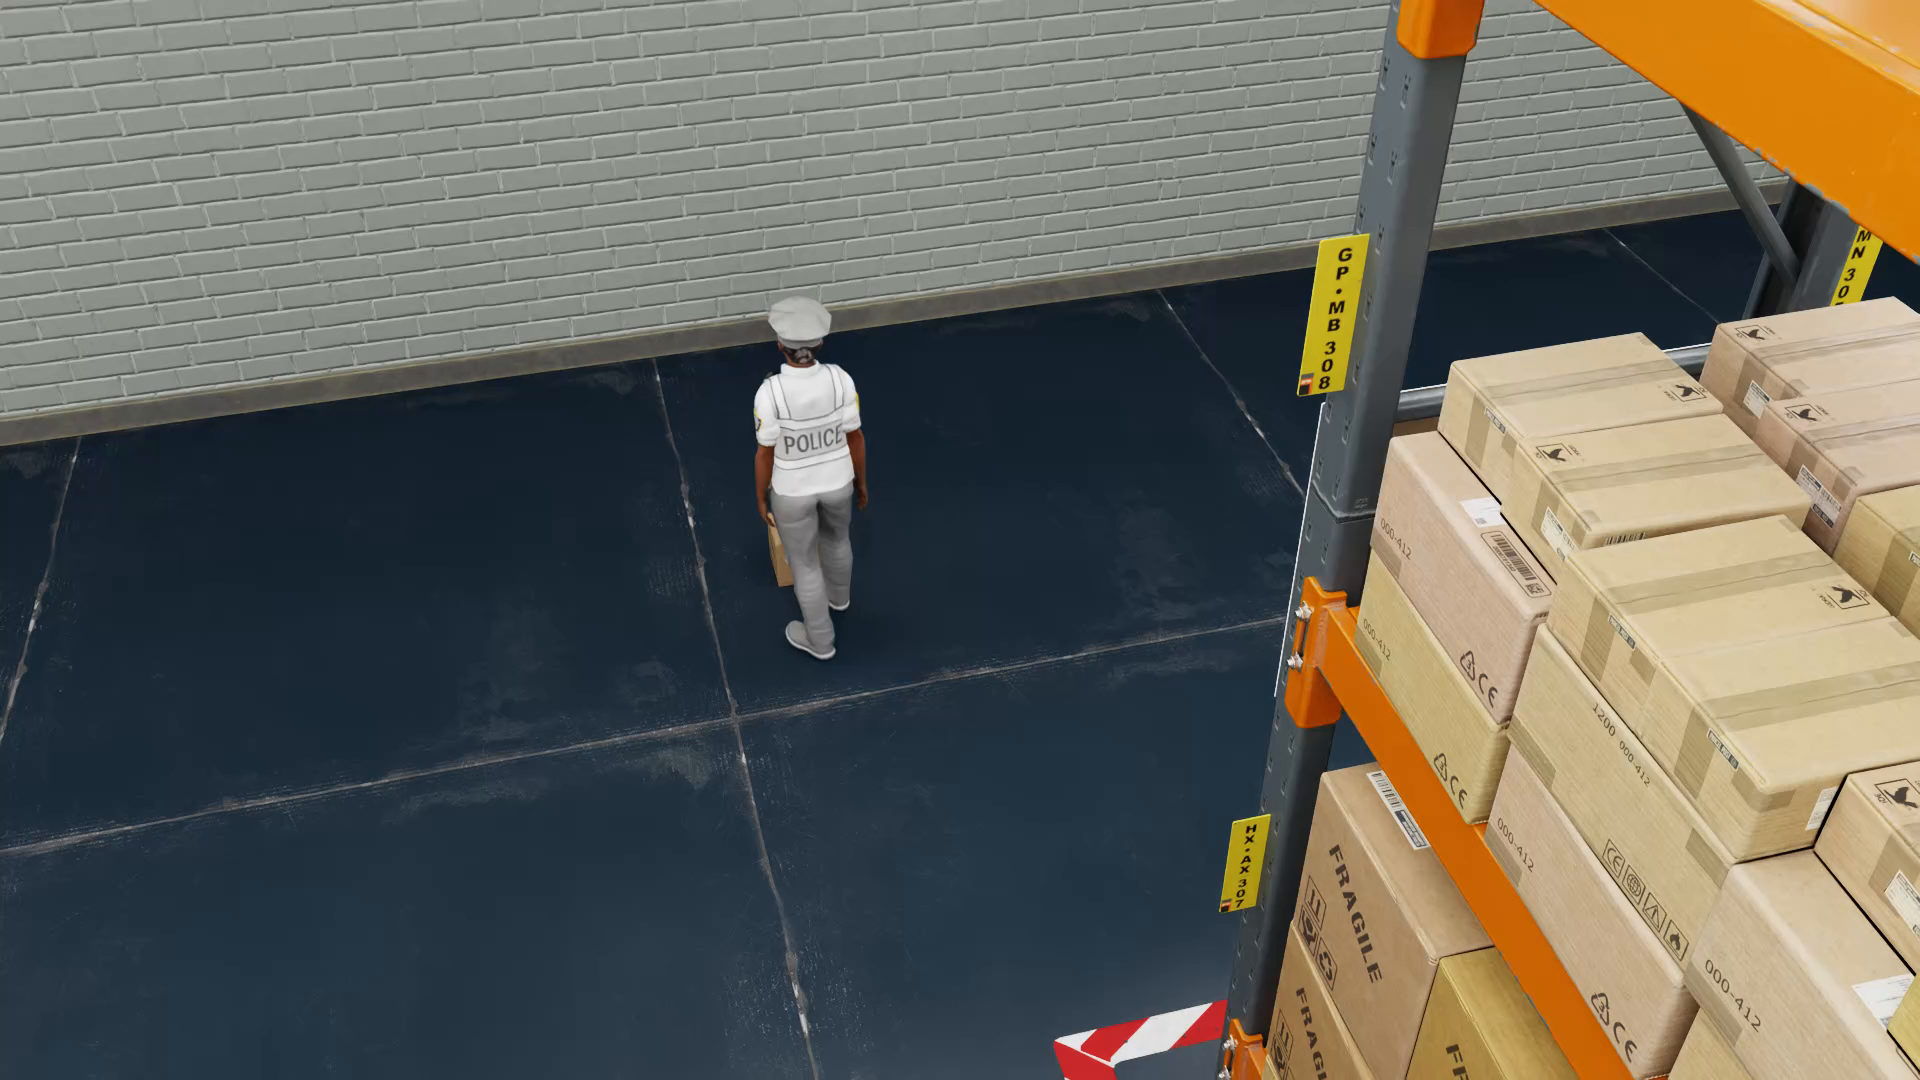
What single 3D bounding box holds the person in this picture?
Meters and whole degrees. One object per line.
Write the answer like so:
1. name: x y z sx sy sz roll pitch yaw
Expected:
1. person: -0.632 -0.237 7.001 0.444 1.688 0.385 -9 39 -11
